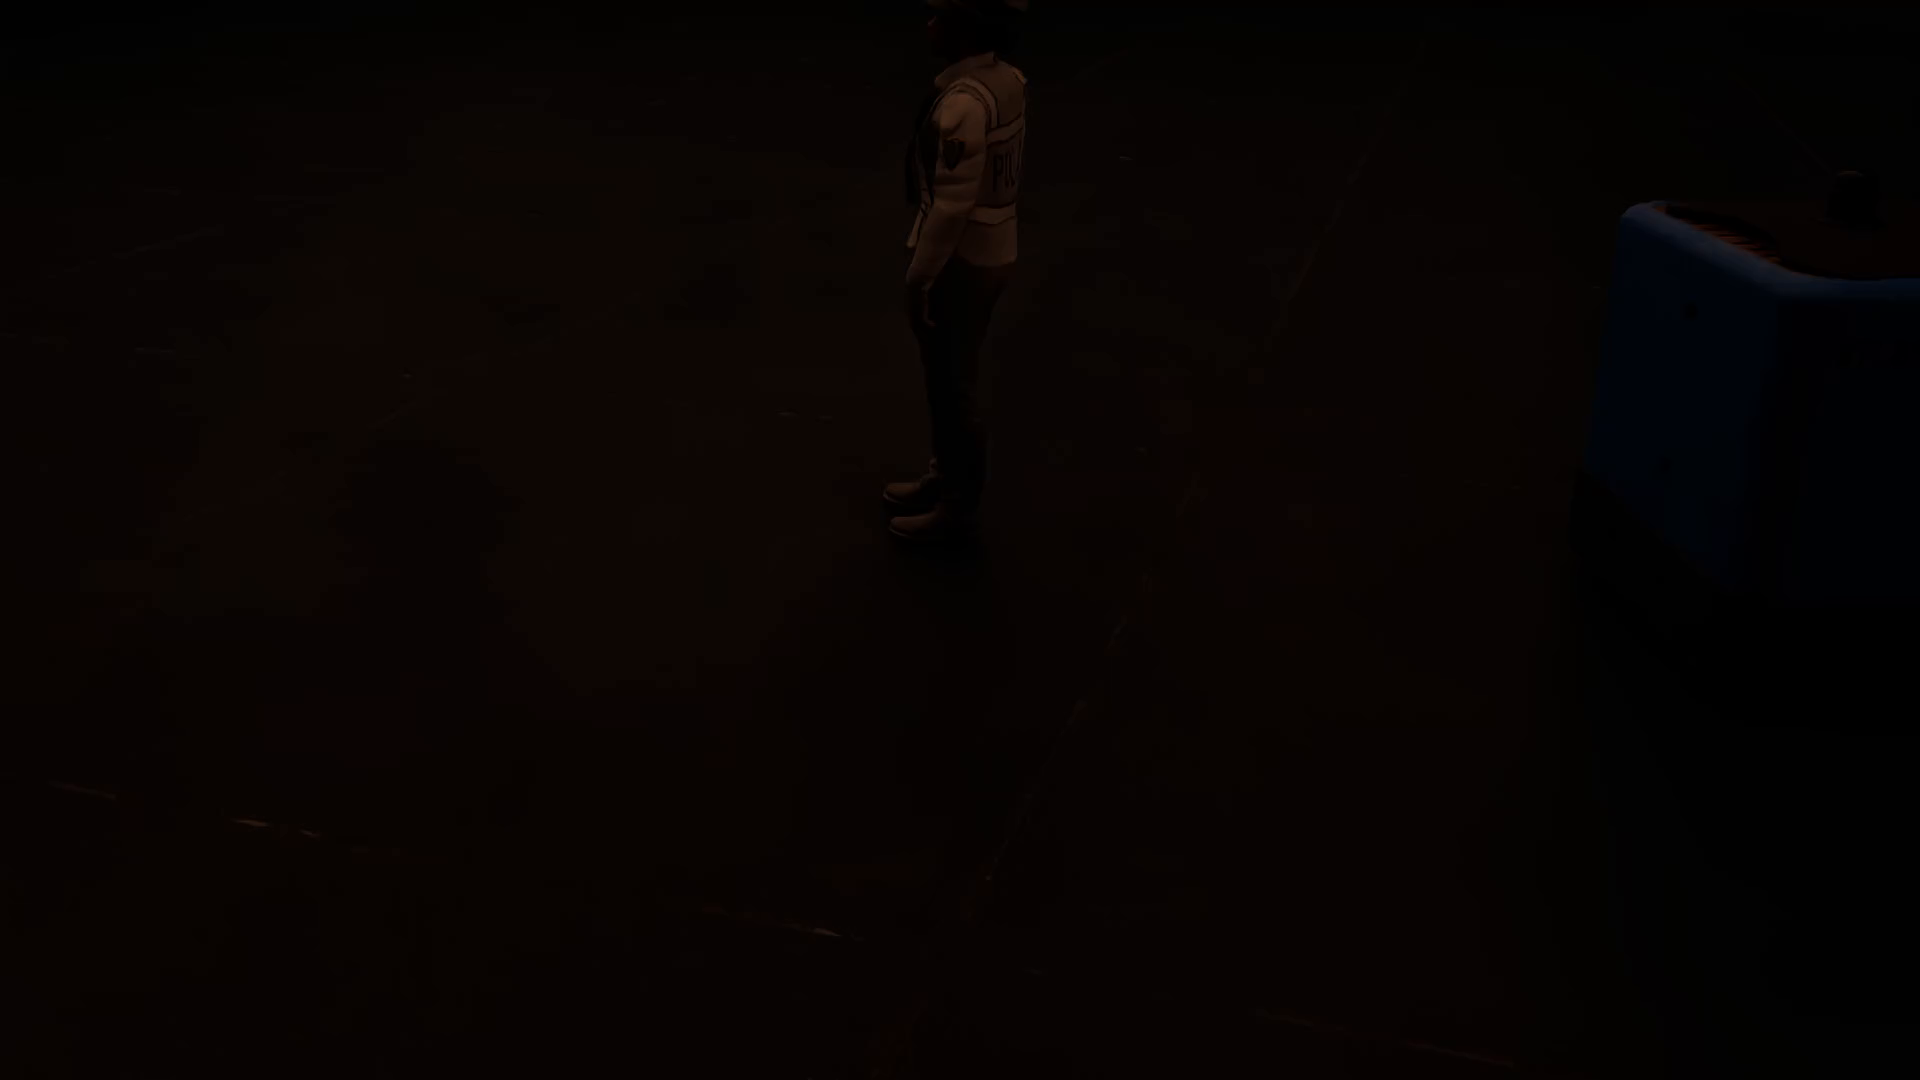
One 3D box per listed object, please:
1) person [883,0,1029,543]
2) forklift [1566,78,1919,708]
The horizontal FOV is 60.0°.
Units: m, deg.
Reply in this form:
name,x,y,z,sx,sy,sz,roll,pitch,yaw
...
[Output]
name,x,y,z,sx,sy,sz,roll,pitch,yaw
person,-0.063,-0.801,4.819,0.533,1.695,0.586,7,23,16
forklift,3.325,-1.141,4.043,3.031,2.935,1.130,-1,22,-2
